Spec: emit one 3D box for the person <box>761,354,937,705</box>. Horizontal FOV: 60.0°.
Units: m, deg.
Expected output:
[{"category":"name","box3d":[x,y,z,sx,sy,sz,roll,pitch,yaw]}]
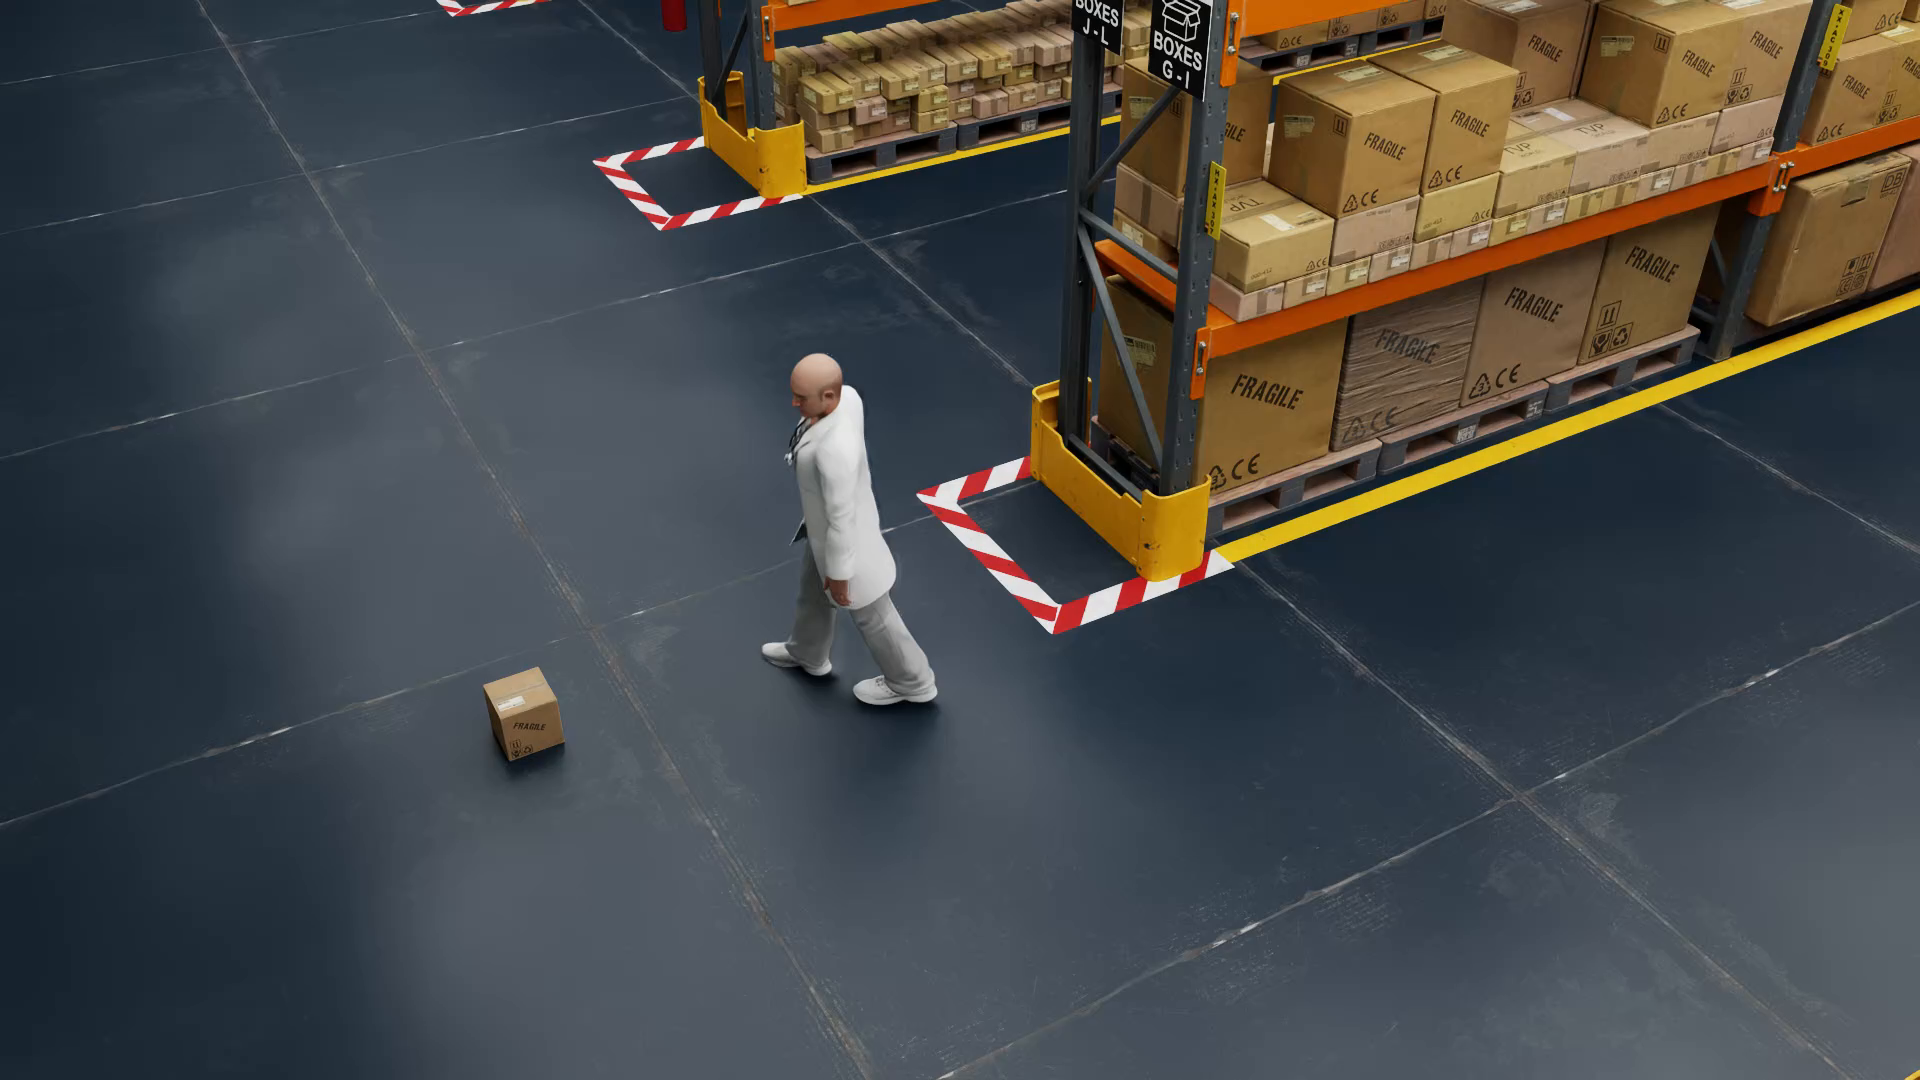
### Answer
[{"category":"person","box3d":[-0.505,-0.018,6.968,0.803,1.775,0.670,-2,36,-2]}]
